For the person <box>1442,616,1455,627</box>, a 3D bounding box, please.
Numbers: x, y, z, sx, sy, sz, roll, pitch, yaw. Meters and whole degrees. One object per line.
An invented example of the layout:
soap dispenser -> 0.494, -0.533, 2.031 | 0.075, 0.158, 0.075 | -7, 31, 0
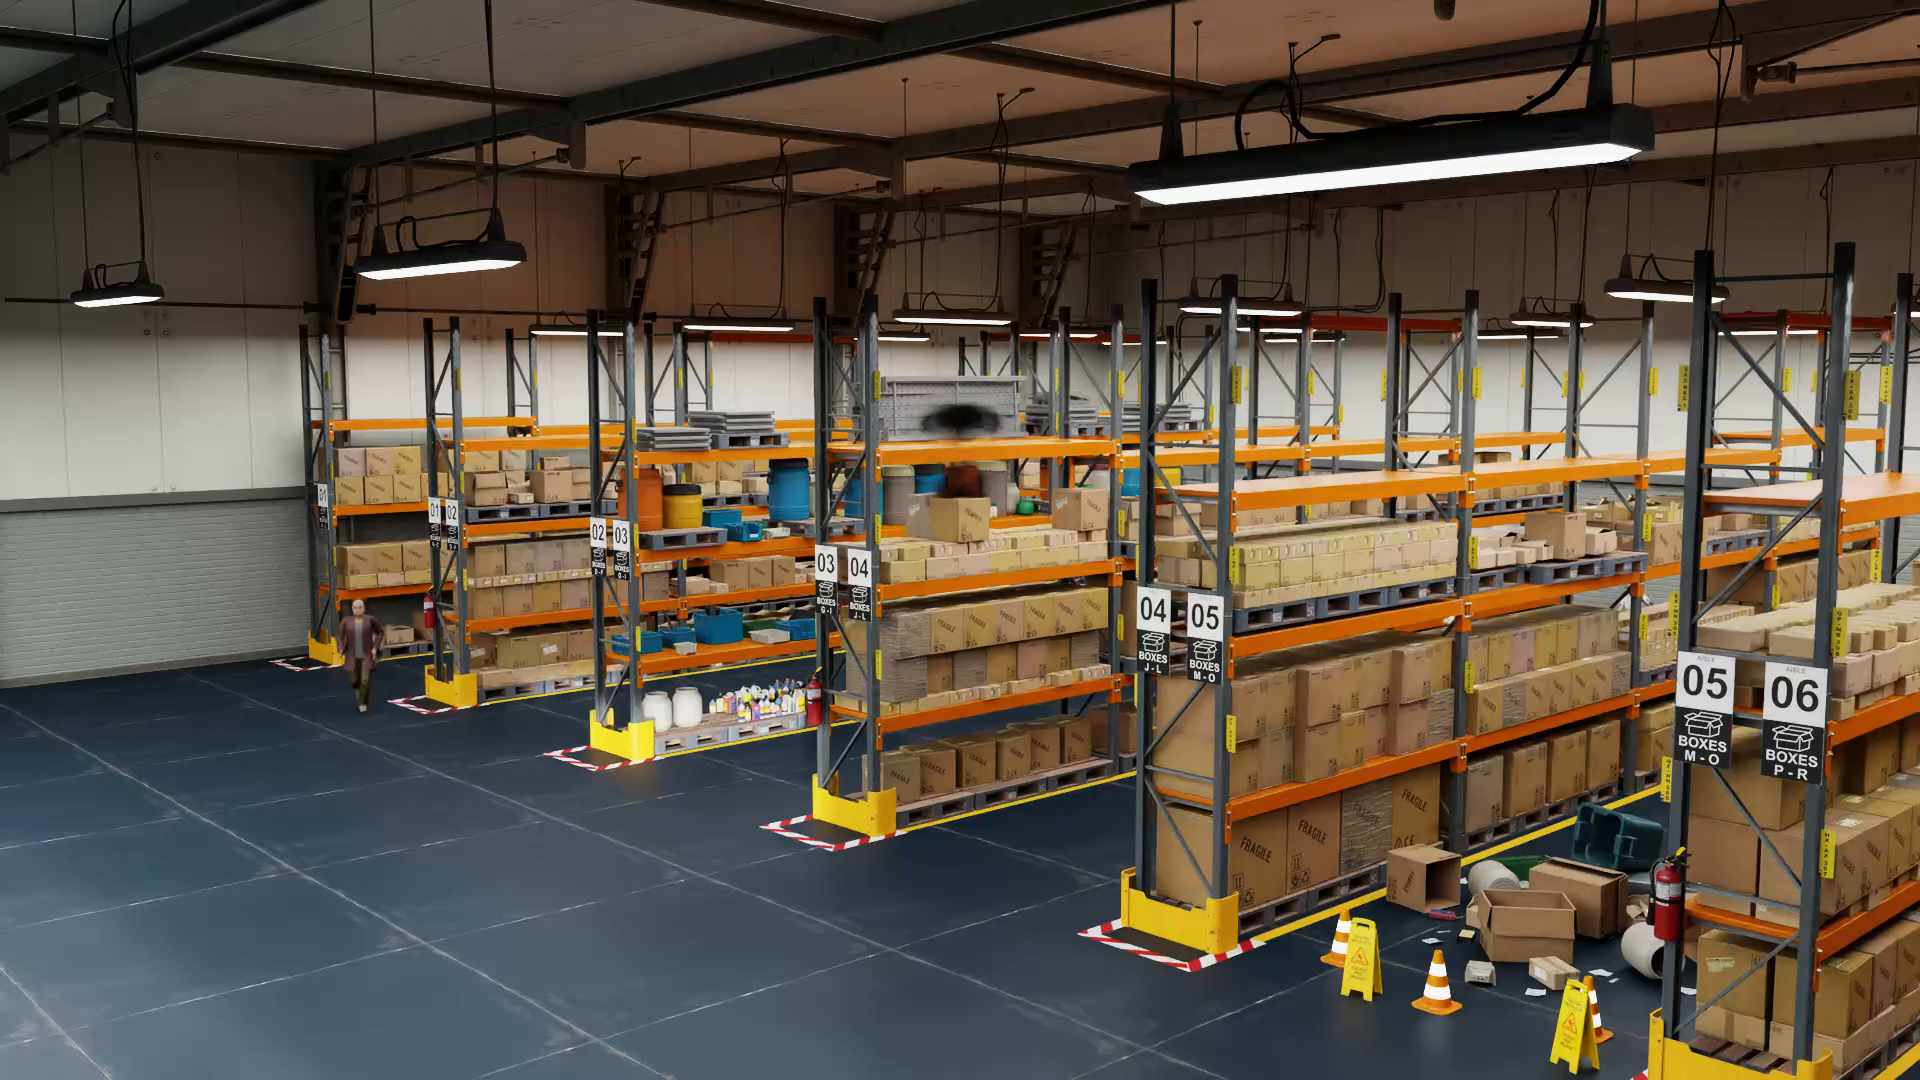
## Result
person -> 7.590, 1.830, 24.856 | 1.118, 1.567, 0.694 | -2, 6, -23

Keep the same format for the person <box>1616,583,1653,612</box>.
person -> 11.574, 1.482, 28.434 | 0.676, 1.669, 0.656 | 2, 6, 22

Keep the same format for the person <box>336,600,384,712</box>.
person -> -9.161, 1.749, 25.430 | 0.698, 1.716, 0.680 | -1, 6, -13

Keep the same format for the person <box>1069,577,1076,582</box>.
person -> 2.355, 1.293, 31.179 | 0.986, 1.569, 0.612 | -3, 7, -30
